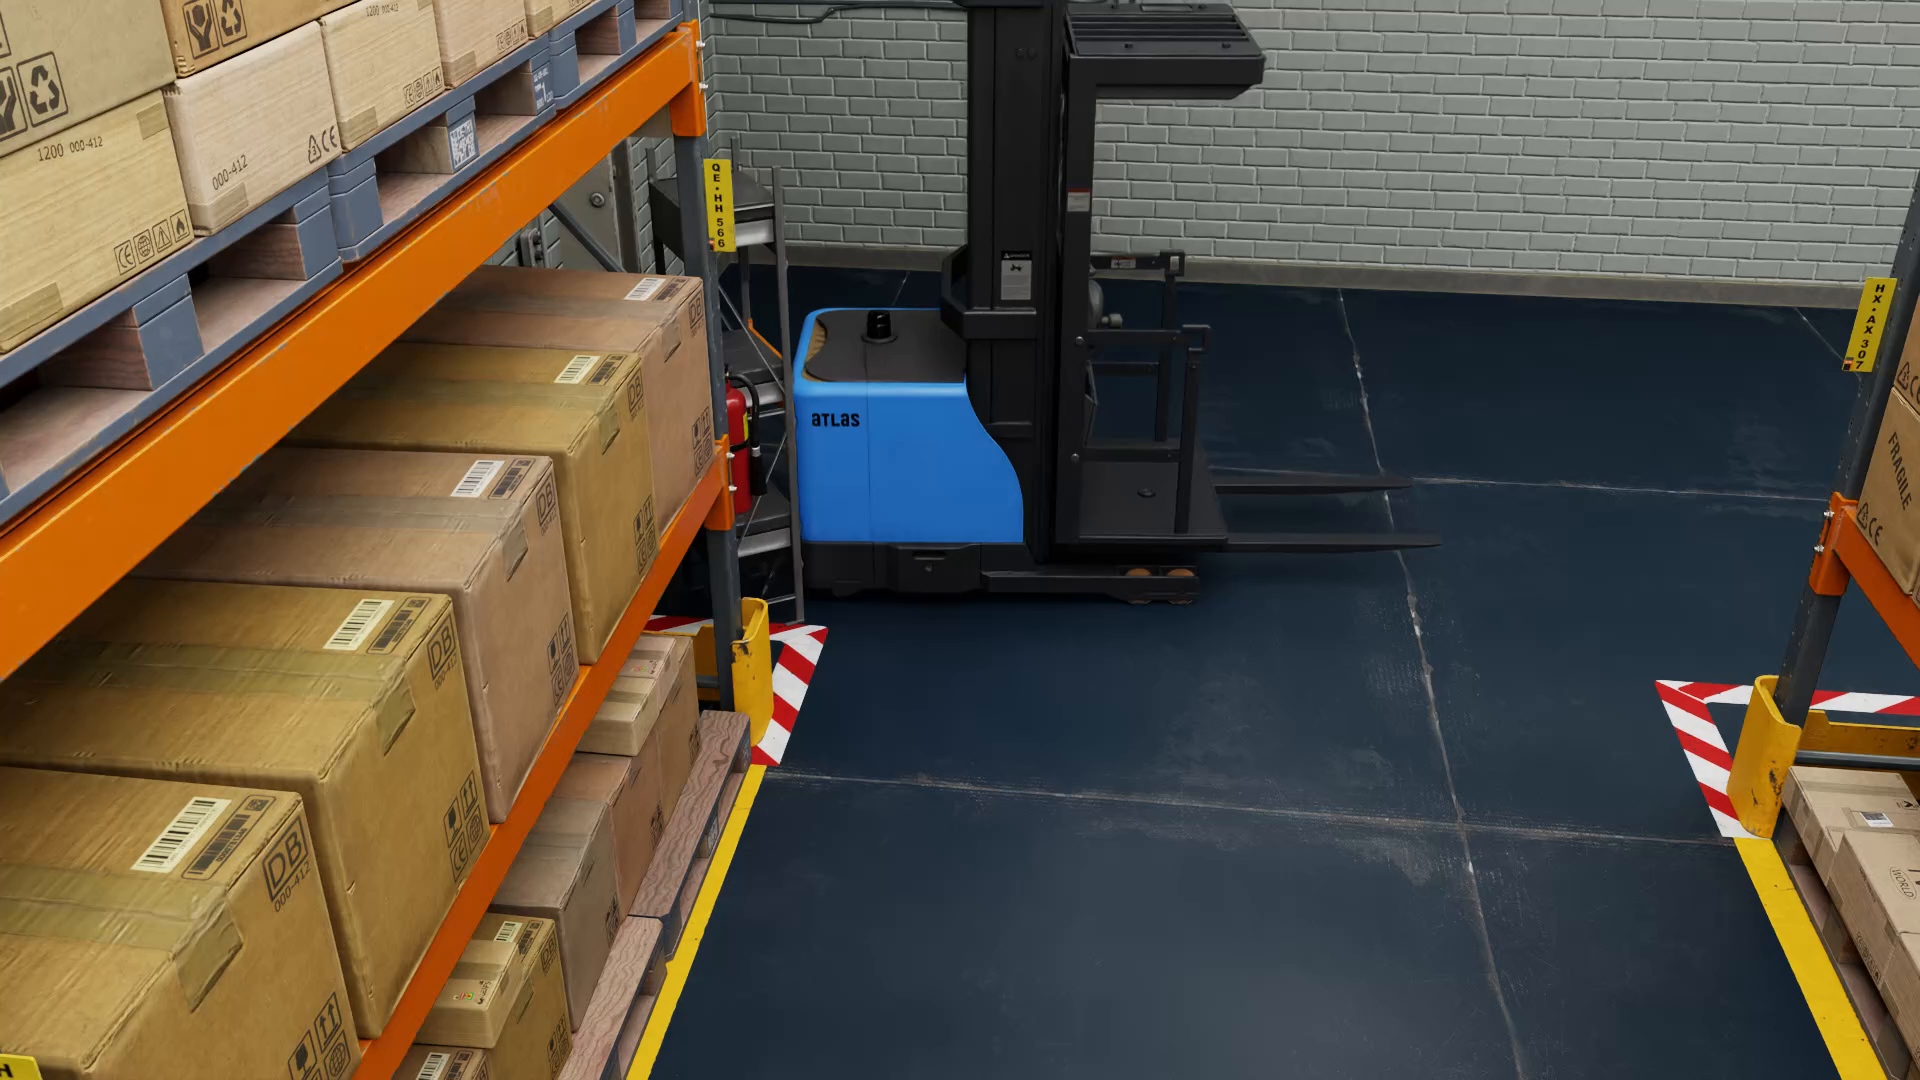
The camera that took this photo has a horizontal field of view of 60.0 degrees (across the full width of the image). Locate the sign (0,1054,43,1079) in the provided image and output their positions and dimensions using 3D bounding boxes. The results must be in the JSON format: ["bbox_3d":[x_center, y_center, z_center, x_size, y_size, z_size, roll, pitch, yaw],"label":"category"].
[{"bbox_3d":[-1.323,0.853,2.368,0.100,0.325,0.005,3,28,6],"label":"sign"}]

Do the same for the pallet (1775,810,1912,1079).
[{"bbox_3d":[3.438,1.343,5.536,1.003,0.211,1.213,3,28,6],"label":"pallet"}]

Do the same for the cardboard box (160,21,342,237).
[{"bbox_3d":[-1.440,-0.732,2.893,0.500,0.250,0.500,3,28,5],"label":"cardboard box"}]

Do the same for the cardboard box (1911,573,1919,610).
[{"bbox_3d":[3.170,0.096,4.803,0.500,0.500,0.500,3,28,6],"label":"cardboard box"}]

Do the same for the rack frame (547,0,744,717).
[{"bbox_3d":[-1.372,-0.582,6.168,1.000,3.000,0.127,3,28,6],"label":"rack frame"}]

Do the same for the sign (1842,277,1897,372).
[{"bbox_3d":[3.006,-0.709,5.490,0.100,0.325,0.005,3,28,6],"label":"sign"}]

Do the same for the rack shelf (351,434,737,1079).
[{"bbox_3d":[-1.618,0.676,4.591,1.077,0.370,4.000,3,28,6],"label":"rack shelf"}]

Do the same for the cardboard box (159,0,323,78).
[{"bbox_3d":[-1.440,-1.075,2.739,0.500,0.500,0.500,3,28,5],"label":"cardboard box"}]

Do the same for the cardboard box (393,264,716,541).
[{"bbox_3d":[-1.425,-0.474,5.650,0.980,0.700,0.700,5,29,9],"label":"cardboard box"}]

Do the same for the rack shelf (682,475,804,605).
[{"bbox_3d":[-0.997,0.013,7.517,0.431,0.518,0.480,-13,31,-23],"label":"rack shelf"}]

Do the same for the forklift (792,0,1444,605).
[{"bbox_3d":[0.745,-1.243,7.468,3.031,2.935,1.130,0,28,1],"label":"forklift"}]

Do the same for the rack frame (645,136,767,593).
[{"bbox_3d":[-1.105,-0.719,7.372,0.400,2.100,0.015,-13,31,-23],"label":"rack frame"}]

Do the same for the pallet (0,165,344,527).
[{"bbox_3d":[-1.752,-0.365,2.697,1.003,0.211,1.213,3,28,6],"label":"pallet"}]

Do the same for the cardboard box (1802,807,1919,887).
[{"bbox_3d":[3.121,1.052,5.658,0.380,0.166,0.250,3,28,6],"label":"cardboard box"}]

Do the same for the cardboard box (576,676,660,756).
[{"bbox_3d":[-1.224,0.574,5.530,0.380,0.149,0.250,4,29,8],"label":"cardboard box"}]

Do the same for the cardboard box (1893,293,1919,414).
[{"bbox_3d":[3.228,-0.587,5.017,0.500,0.500,0.500,4,29,8],"label":"cardboard box"}]

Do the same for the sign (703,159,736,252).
[{"bbox_3d":[-0.836,-1.158,5.767,0.100,0.325,0.005,3,28,6],"label":"sign"}]

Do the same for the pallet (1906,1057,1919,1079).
[{"bbox_3d":[3.286,1.915,4.473,1.003,0.211,1.213,3,28,6],"label":"pallet"}]

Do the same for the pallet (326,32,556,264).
[{"bbox_3d":[-1.600,-0.938,3.760,1.003,0.211,1.213,3,28,6],"label":"pallet"}]

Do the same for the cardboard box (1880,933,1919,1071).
[{"bbox_3d":[3.074,1.431,4.867,0.500,0.250,0.500,3,28,6],"label":"cardboard box"}]

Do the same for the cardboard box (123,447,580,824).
[{"bbox_3d":[-1.606,0.228,4.348,0.980,0.700,0.700,2,28,4],"label":"cardboard box"}]

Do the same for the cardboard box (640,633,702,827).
[{"bbox_3d":[-1.359,0.669,6.039,0.700,0.500,0.500,3,28,6],"label":"cardboard box"}]

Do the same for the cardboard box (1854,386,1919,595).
[{"bbox_3d":[3.228,-0.147,5.254,0.500,0.500,0.500,4,29,7],"label":"cardboard box"}]

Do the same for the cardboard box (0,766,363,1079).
[{"bbox_3d":[-1.780,0.914,3.074,0.980,0.700,0.700,4,29,7],"label":"cardboard box"}]

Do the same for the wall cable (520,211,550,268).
[{"bbox_3d":[-2.154,-1.687,7.148,0.084,1.984,1.851,3,28,6],"label":"wall cable"}]

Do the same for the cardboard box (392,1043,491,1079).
[{"bbox_3d":[-1.604,1.634,4.248,0.700,0.500,0.500,3,28,6],"label":"cardboard box"}]

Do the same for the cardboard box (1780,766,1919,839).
[{"bbox_3d":[3.152,0.942,5.880,0.380,0.149,0.250,3,28,6],"label":"cardboard box"}]

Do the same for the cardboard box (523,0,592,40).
[{"bbox_3d":[-1.261,-1.461,4.246,0.500,0.250,0.500,2,28,4],"label":"cardboard box"}]

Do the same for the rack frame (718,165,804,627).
[{"bbox_3d":[-0.890,-0.512,6.986,0.400,2.100,0.015,-13,31,-23],"label":"rack frame"}]

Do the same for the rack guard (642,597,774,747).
[{"bbox_3d":[-1.370,0.507,6.782,1.175,0.500,0.348,3,28,6],"label":"rack guard"}]

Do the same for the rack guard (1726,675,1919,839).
[{"bbox_3d":[3.535,0.840,6.164,1.175,0.500,0.348,3,28,6],"label":"rack guard"}]

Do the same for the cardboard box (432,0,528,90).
[{"bbox_3d":[-1.320,-1.215,3.790,0.500,0.250,0.500,3,28,5],"label":"cardboard box"}]

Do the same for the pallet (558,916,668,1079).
[{"bbox_3d":[-1.545,1.599,5.060,1.003,0.211,1.213,3,28,6],"label":"pallet"}]

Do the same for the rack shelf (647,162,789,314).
[{"bbox_3d":[-0.997,-1.220,6.853,0.431,0.518,0.480,-13,31,-23],"label":"rack shelf"}]

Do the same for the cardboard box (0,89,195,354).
[{"bbox_3d":[-1.516,-0.493,2.450,0.500,0.250,0.500,3,28,6],"label":"cardboard box"}]

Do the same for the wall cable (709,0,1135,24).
[{"bbox_3d":[-0.325,-4.498,10.385,3.097,2.526,0.112,3,28,6],"label":"wall cable"}]

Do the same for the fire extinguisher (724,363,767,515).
[{"bbox_3d":[-0.896,-0.428,6.357,0.296,0.674,0.183,3,28,6],"label":"fire extinguisher"}]

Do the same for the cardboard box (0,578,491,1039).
[{"bbox_3d":[-1.685,0.571,3.712,0.980,0.700,0.700,3,28,5],"label":"cardboard box"}]

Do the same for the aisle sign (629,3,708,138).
[{"bbox_3d":[-1.066,-1.743,5.582,0.394,0.787,0.004,3,28,6],"label":"aisle sign"}]

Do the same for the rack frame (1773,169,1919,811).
[{"bbox_3d":[3.544,-0.296,5.637,1.000,3.000,0.127,3,28,6],"label":"rack frame"}]

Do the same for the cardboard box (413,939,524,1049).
[{"bbox_3d":[-1.382,1.188,4.391,0.380,0.149,0.250,3,28,5],"label":"cardboard box"}]

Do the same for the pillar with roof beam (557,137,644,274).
[{"bbox_3d":[2.372,-4.294,6.733,9.100,9.000,0.400,3,28,6],"label":"pillar with roof beam"}]

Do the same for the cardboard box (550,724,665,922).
[{"bbox_3d":[-1.420,0.904,5.602,0.700,0.500,0.500,3,28,6],"label":"cardboard box"}]

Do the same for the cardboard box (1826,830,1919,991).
[{"bbox_3d":[3.135,1.195,5.304,0.500,0.250,0.500,3,28,6],"label":"cardboard box"}]

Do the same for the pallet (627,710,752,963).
[{"bbox_3d":[-1.393,1.026,6.123,1.003,0.211,1.213,3,28,6],"label":"pallet"}]

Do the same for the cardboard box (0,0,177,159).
[{"bbox_3d":[-1.497,-0.832,2.289,0.500,0.500,0.500,3,28,6],"label":"cardboard box"}]

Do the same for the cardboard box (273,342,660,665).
[{"bbox_3d":[-1.503,-0.131,5.014,0.980,0.700,0.700,3,28,6],"label":"cardboard box"}]

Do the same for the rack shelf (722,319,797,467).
[{"bbox_3d":[-0.997,-0.604,7.185,0.431,0.518,0.480,-13,31,-23],"label":"rack shelf"}]

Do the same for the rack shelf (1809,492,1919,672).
[{"bbox_3d":[3.299,0.962,4.060,1.077,0.370,4.000,3,28,6],"label":"rack shelf"}]

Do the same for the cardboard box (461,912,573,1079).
[{"bbox_3d":[-1.539,1.392,4.696,0.700,0.500,0.500,4,29,7],"label":"cardboard box"}]

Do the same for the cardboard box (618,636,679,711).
[{"bbox_3d":[-1.194,0.454,5.753,0.380,0.149,0.250,3,28,6],"label":"cardboard box"}]

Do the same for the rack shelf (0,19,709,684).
[{"bbox_3d":[-1.618,-0.645,3.880,1.077,0.370,4.000,3,28,6],"label":"rack shelf"}]

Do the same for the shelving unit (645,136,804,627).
[{"bbox_3d":[-0.997,-0.616,7.179,0.431,2.100,0.503,-13,31,-23],"label":"shelving unit"}]

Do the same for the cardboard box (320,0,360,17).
[{"bbox_3d":[-1.385,-1.307,3.171,0.500,0.500,0.500,4,29,7],"label":"cardboard box"}]

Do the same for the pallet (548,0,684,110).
[{"bbox_3d":[-1.453,-1.514,4.829,1.003,0.211,1.213,3,28,6],"label":"pallet"}]

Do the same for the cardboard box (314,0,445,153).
[{"bbox_3d":[-1.384,-0.974,3.342,0.500,0.250,0.500,3,28,5],"label":"cardboard box"}]

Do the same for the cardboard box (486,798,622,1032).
[{"bbox_3d":[-1.481,1.141,5.162,0.700,0.500,0.500,2,28,5],"label":"cardboard box"}]
